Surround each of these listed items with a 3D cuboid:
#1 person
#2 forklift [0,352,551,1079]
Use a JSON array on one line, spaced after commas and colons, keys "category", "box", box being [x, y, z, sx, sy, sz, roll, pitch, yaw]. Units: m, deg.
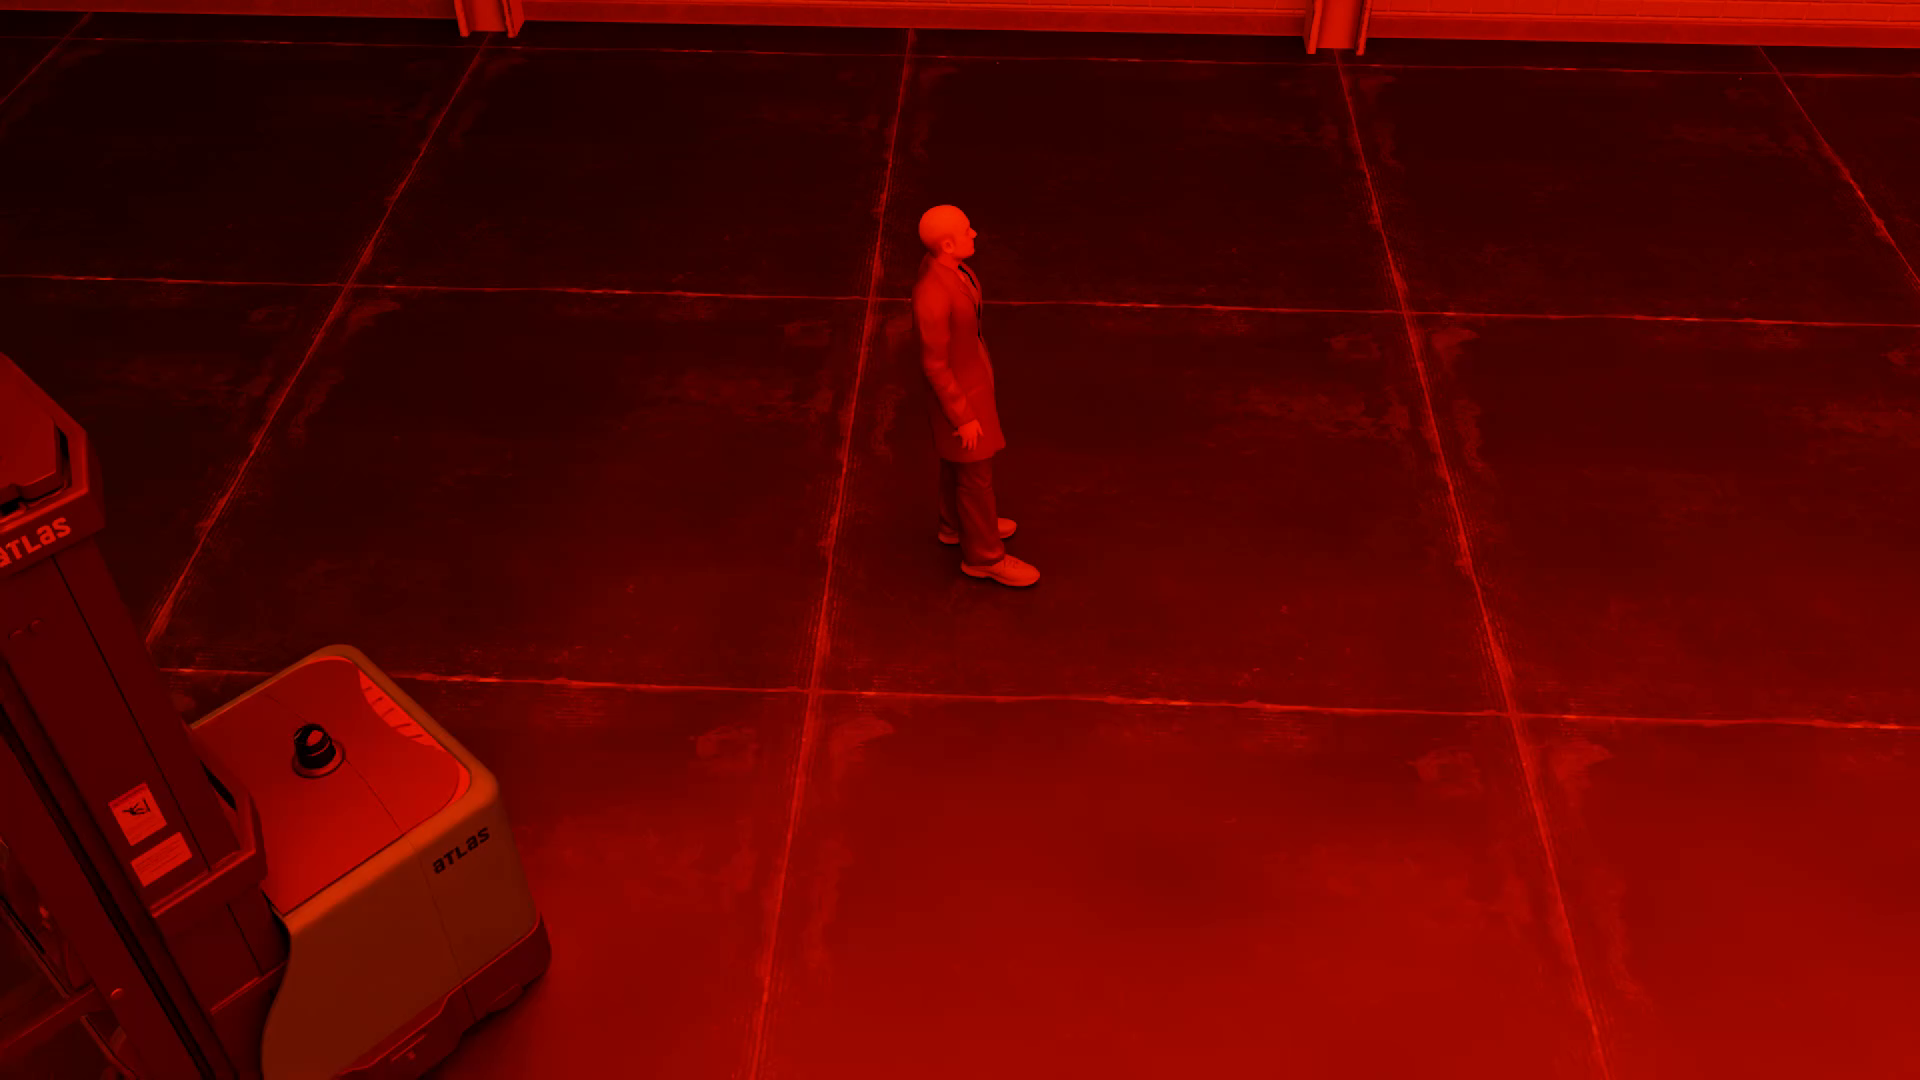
[{"category": "person", "box": [0.092, -0.657, 7.306, 0.579, 1.778, 0.698, 2, 42, 2]}, {"category": "forklift", "box": [-2.887, 1.000, 4.647, 1.130, 2.935, 3.031, 33, 52, 31]}]
